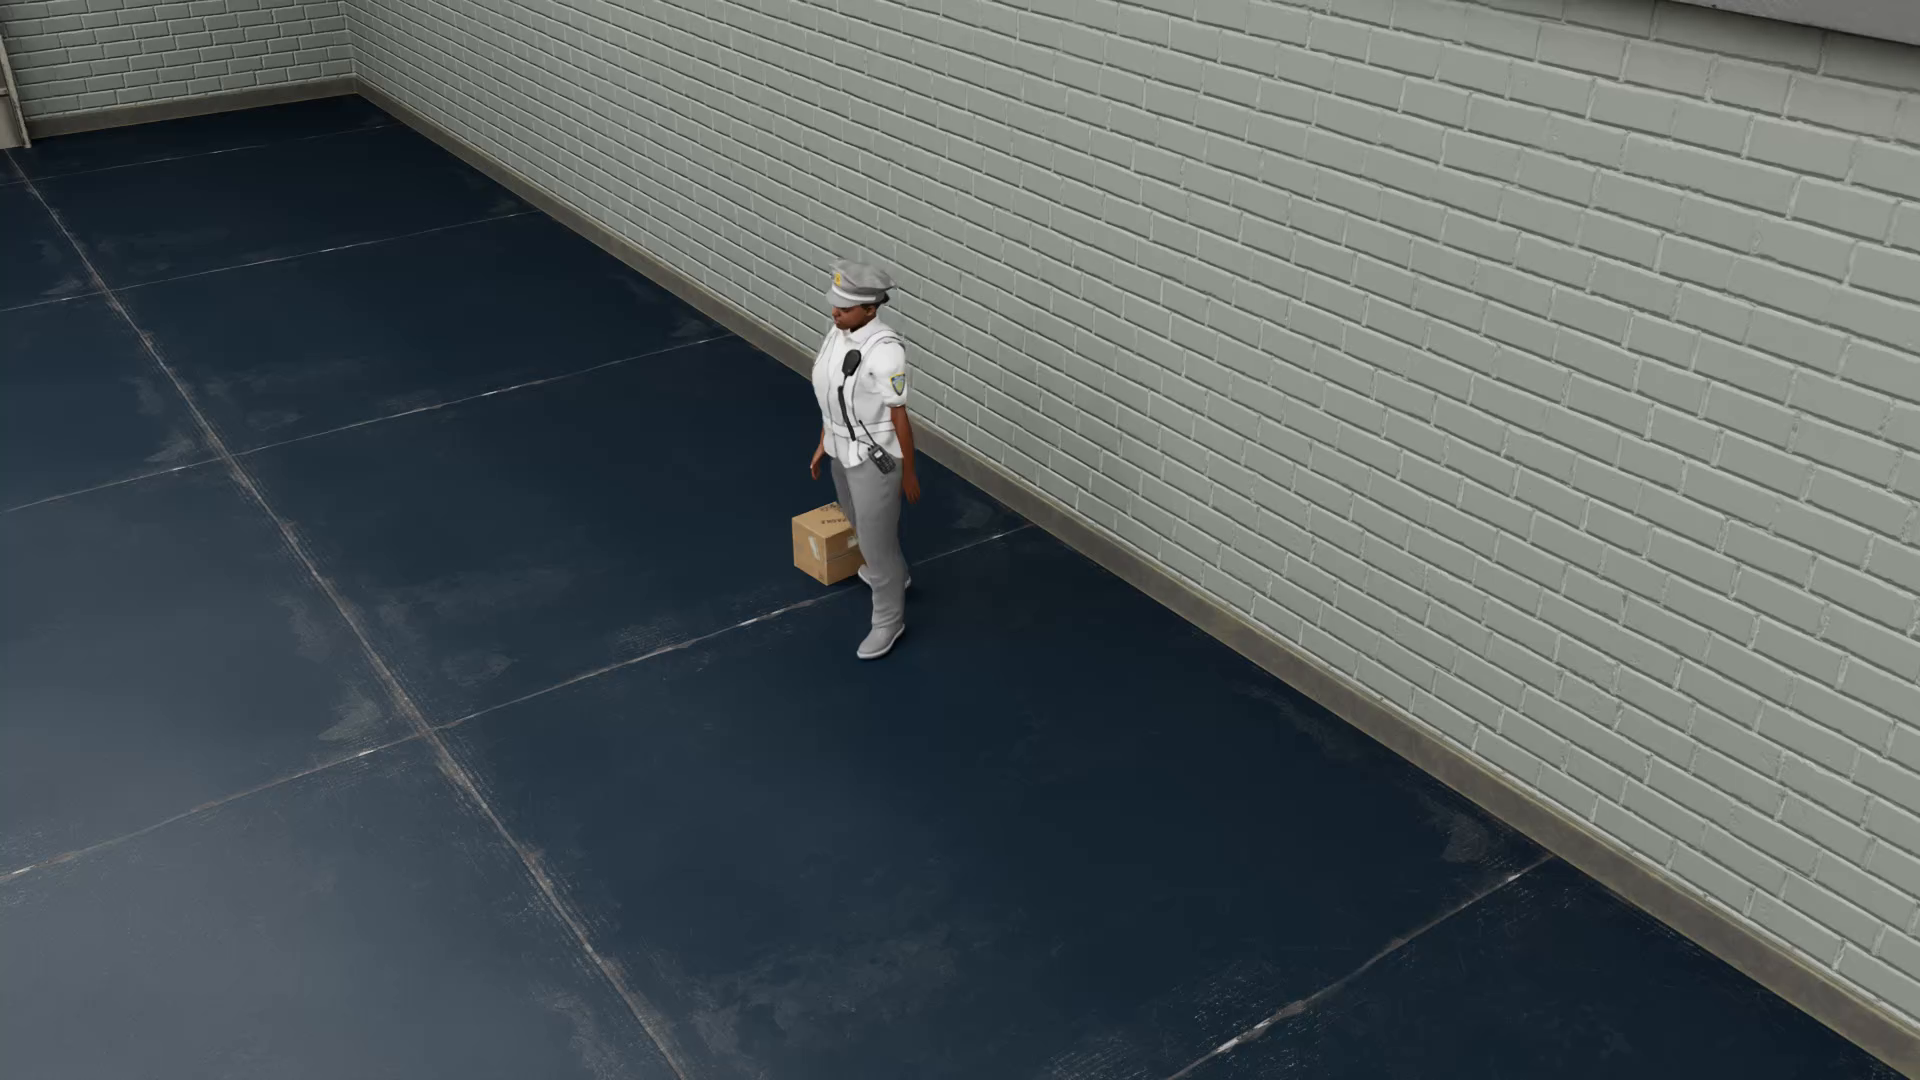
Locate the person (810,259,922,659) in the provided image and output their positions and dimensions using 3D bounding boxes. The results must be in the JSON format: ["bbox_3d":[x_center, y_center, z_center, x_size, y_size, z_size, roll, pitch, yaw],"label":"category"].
[{"bbox_3d":[-0.382,-0.384,6.815,0.491,1.670,0.676,-15,32,-26],"label":"person"}]
